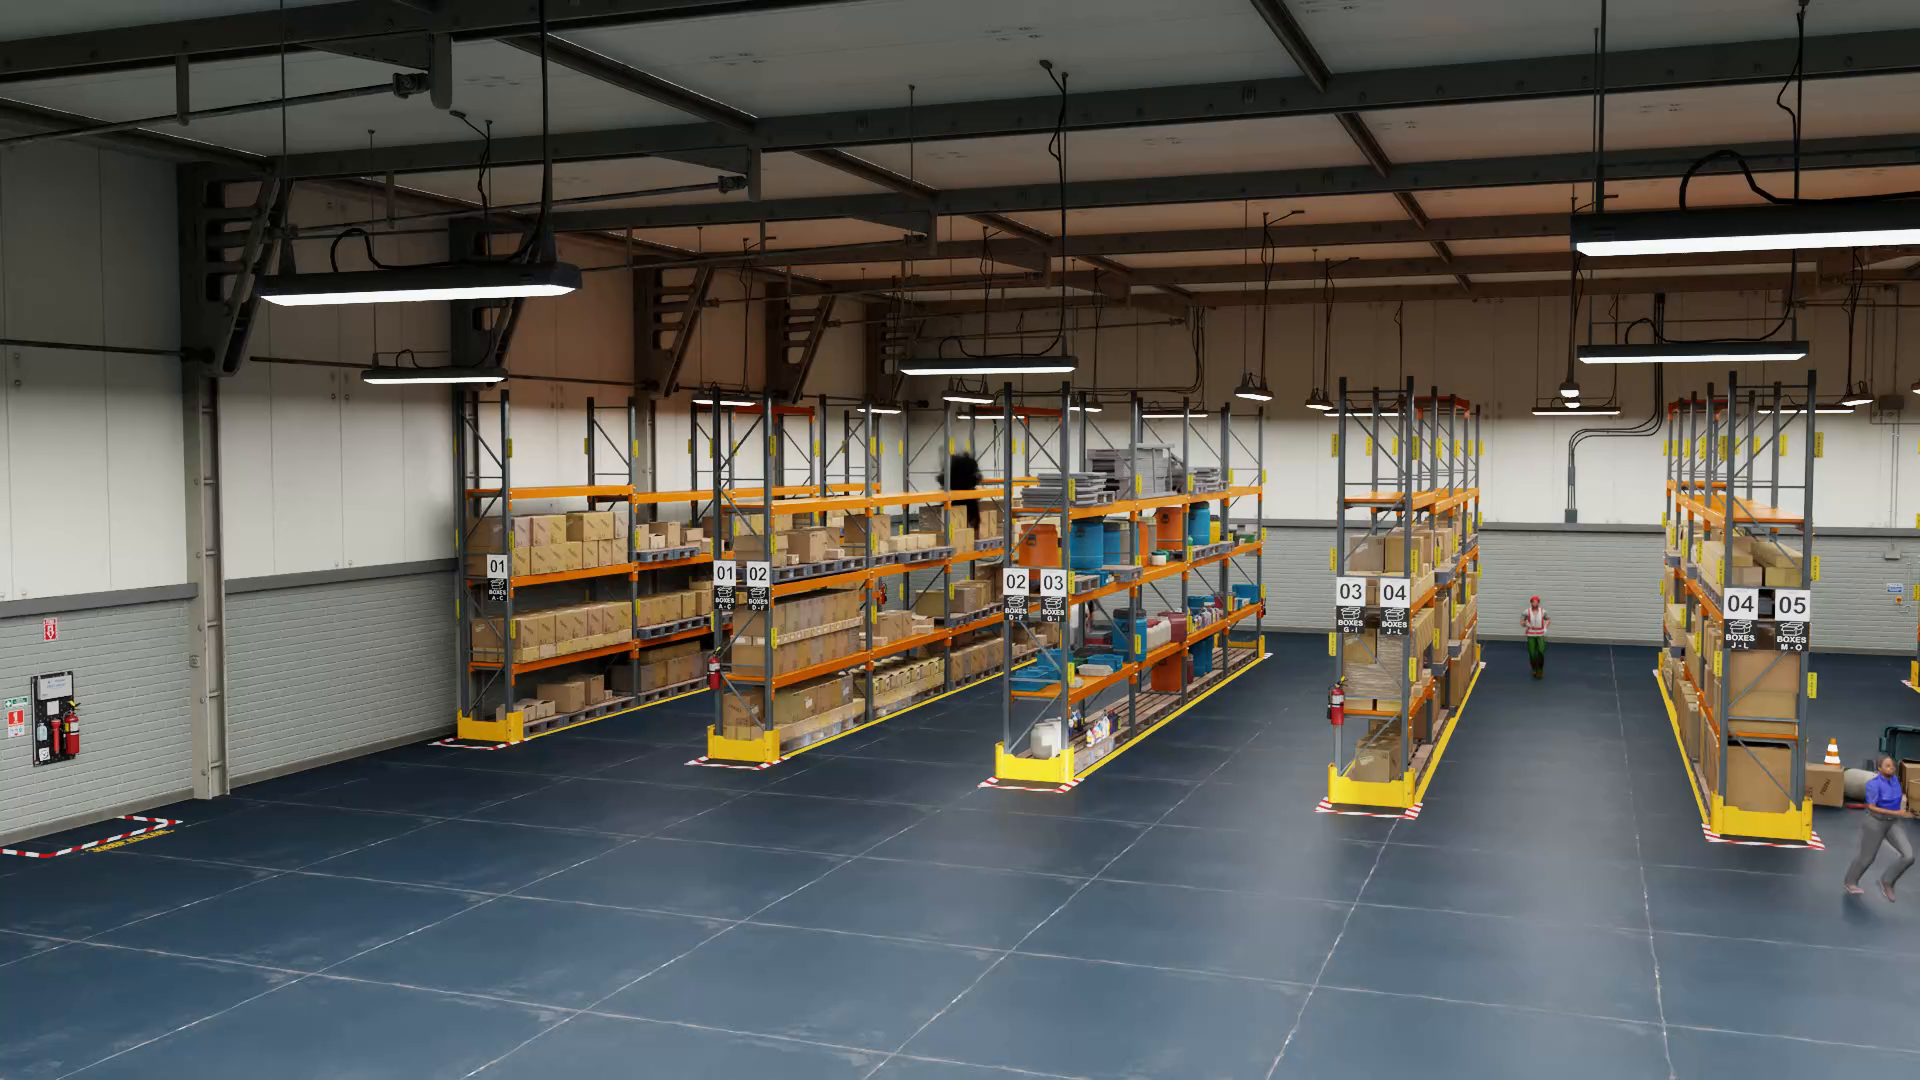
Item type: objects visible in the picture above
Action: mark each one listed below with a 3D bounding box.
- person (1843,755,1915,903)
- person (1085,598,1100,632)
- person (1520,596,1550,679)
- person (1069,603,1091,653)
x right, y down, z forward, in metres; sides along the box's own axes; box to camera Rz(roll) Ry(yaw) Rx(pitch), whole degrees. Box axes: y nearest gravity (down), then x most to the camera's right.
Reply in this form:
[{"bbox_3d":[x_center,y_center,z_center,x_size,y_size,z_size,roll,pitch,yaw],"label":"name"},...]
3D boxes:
[{"bbox_3d":[10.175,3.167,18.298,0.585,1.637,0.841,-1,3,-14],"label":"person"},{"bbox_3d":[2.787,1.837,37.447,0.635,1.834,0.745,1,3,16],"label":"person"},{"bbox_3d":[12.541,2.138,36.260,0.639,1.835,0.639,1,3,17],"label":"person"},{"bbox_3d":[2.529,1.908,36.158,0.613,1.635,0.513,0,3,7],"label":"person"}]
